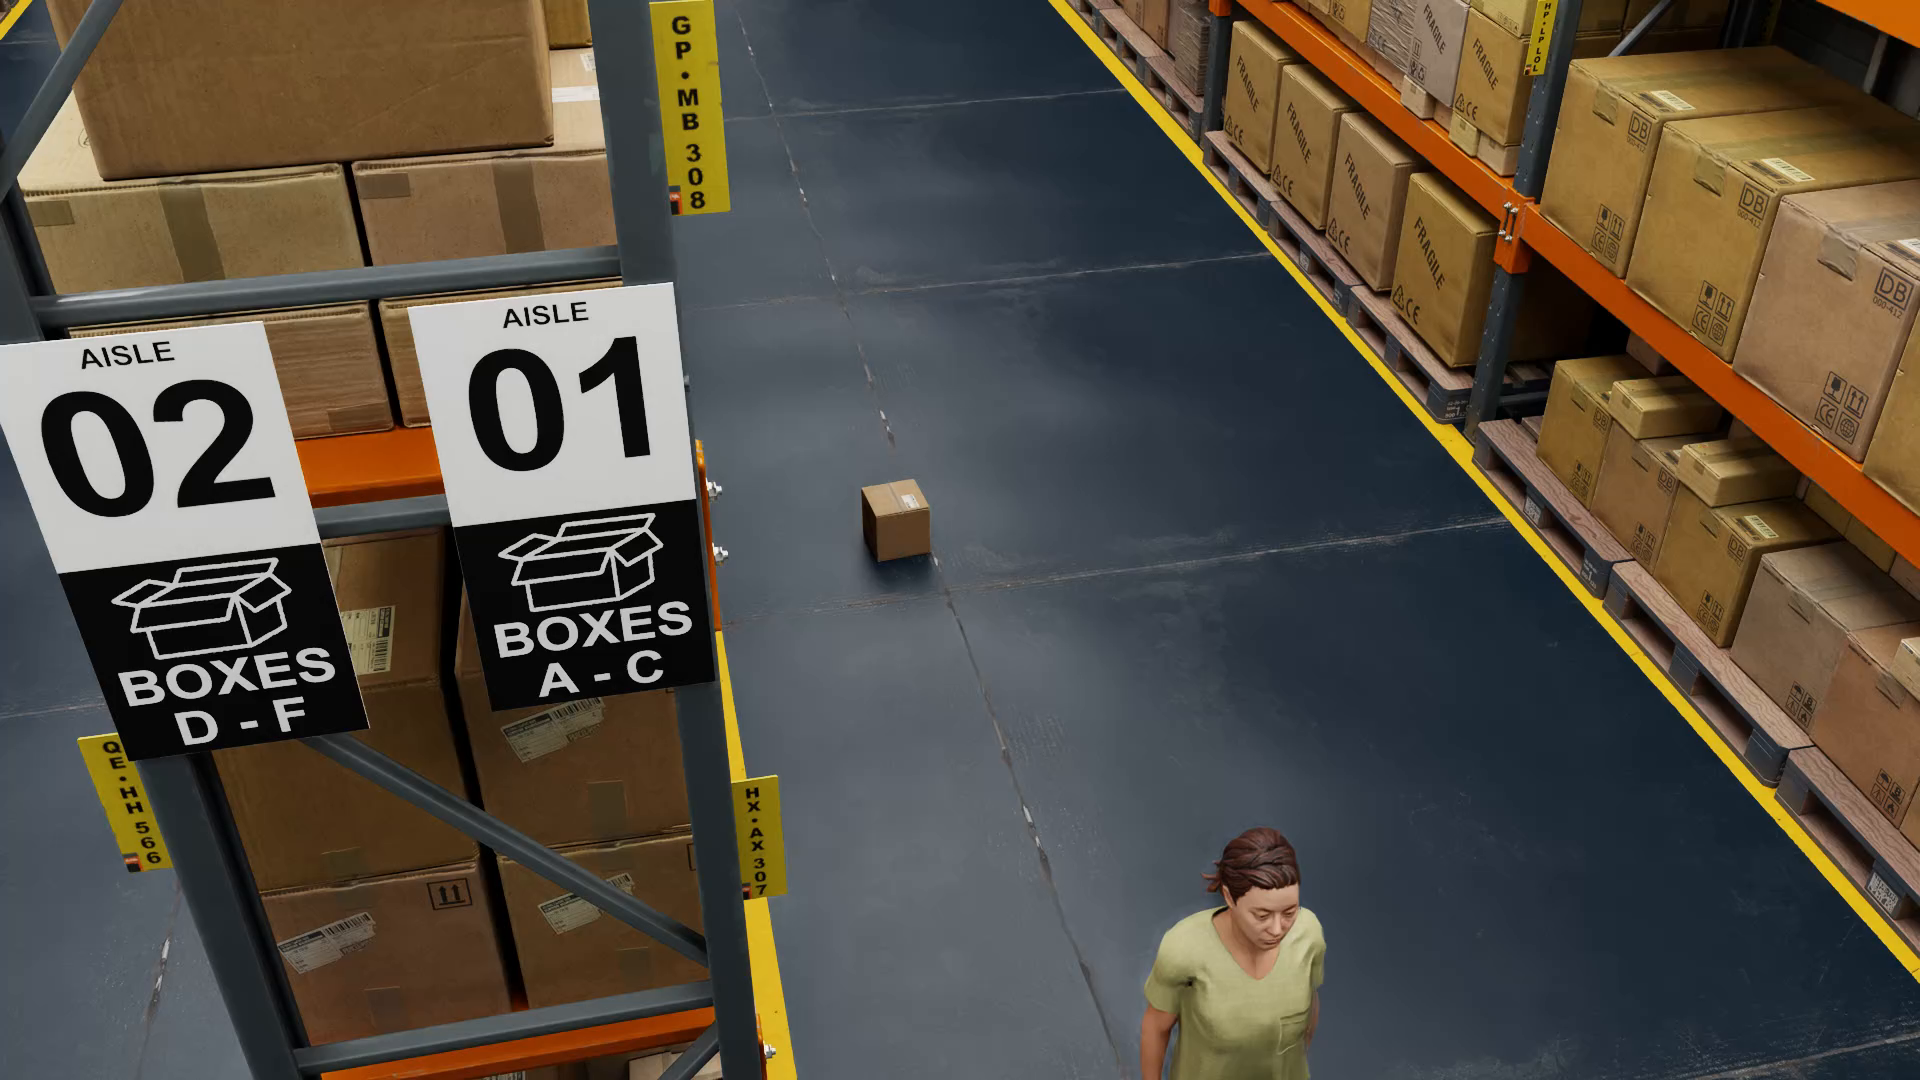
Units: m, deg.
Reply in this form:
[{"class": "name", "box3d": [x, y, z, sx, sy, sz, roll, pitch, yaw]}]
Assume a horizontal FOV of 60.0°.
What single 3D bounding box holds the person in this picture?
[{"class": "person", "box3d": [0.660, 1.345, 4.171, 0.462, 1.651, 0.754, -6, 35, -8]}]
